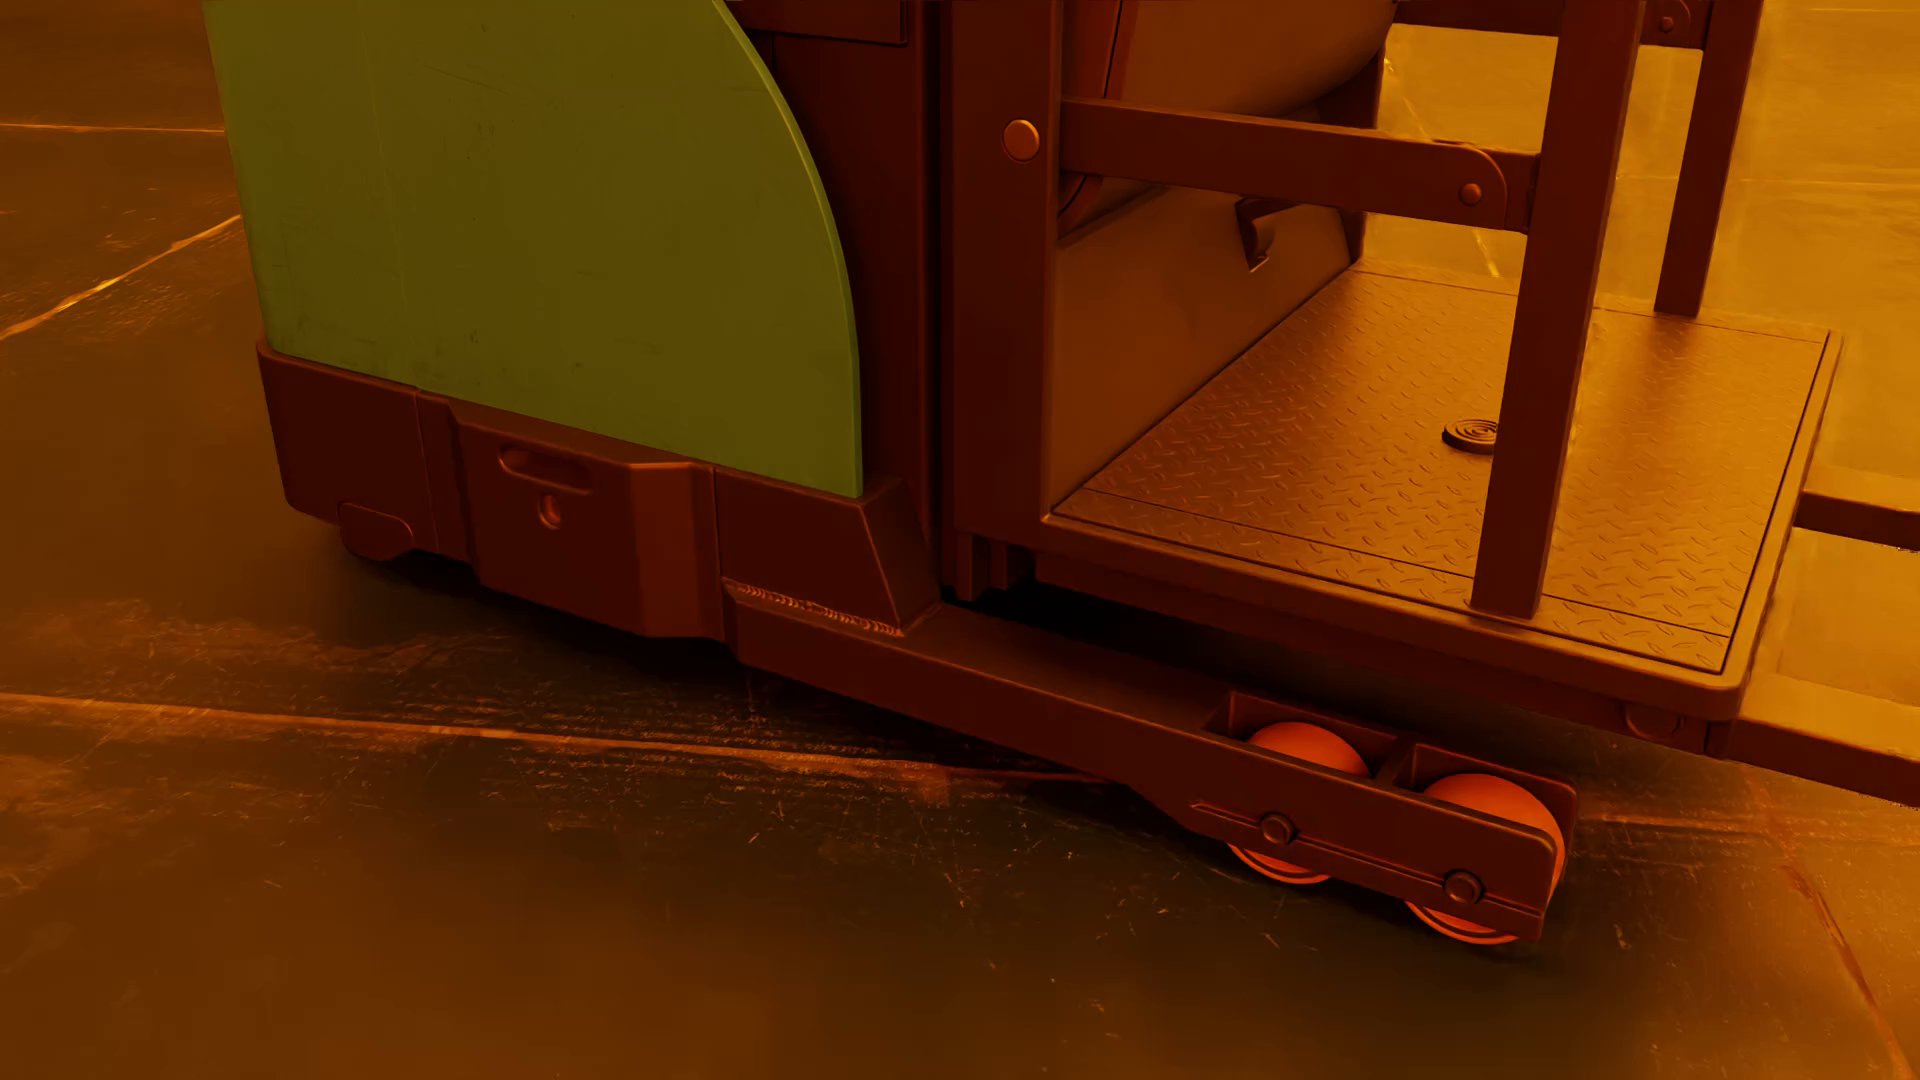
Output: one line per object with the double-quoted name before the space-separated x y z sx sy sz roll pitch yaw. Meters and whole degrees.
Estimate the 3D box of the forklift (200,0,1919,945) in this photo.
"forklift" 0.529 -1.176 1.574 3.031 2.935 1.130 14 30 26
